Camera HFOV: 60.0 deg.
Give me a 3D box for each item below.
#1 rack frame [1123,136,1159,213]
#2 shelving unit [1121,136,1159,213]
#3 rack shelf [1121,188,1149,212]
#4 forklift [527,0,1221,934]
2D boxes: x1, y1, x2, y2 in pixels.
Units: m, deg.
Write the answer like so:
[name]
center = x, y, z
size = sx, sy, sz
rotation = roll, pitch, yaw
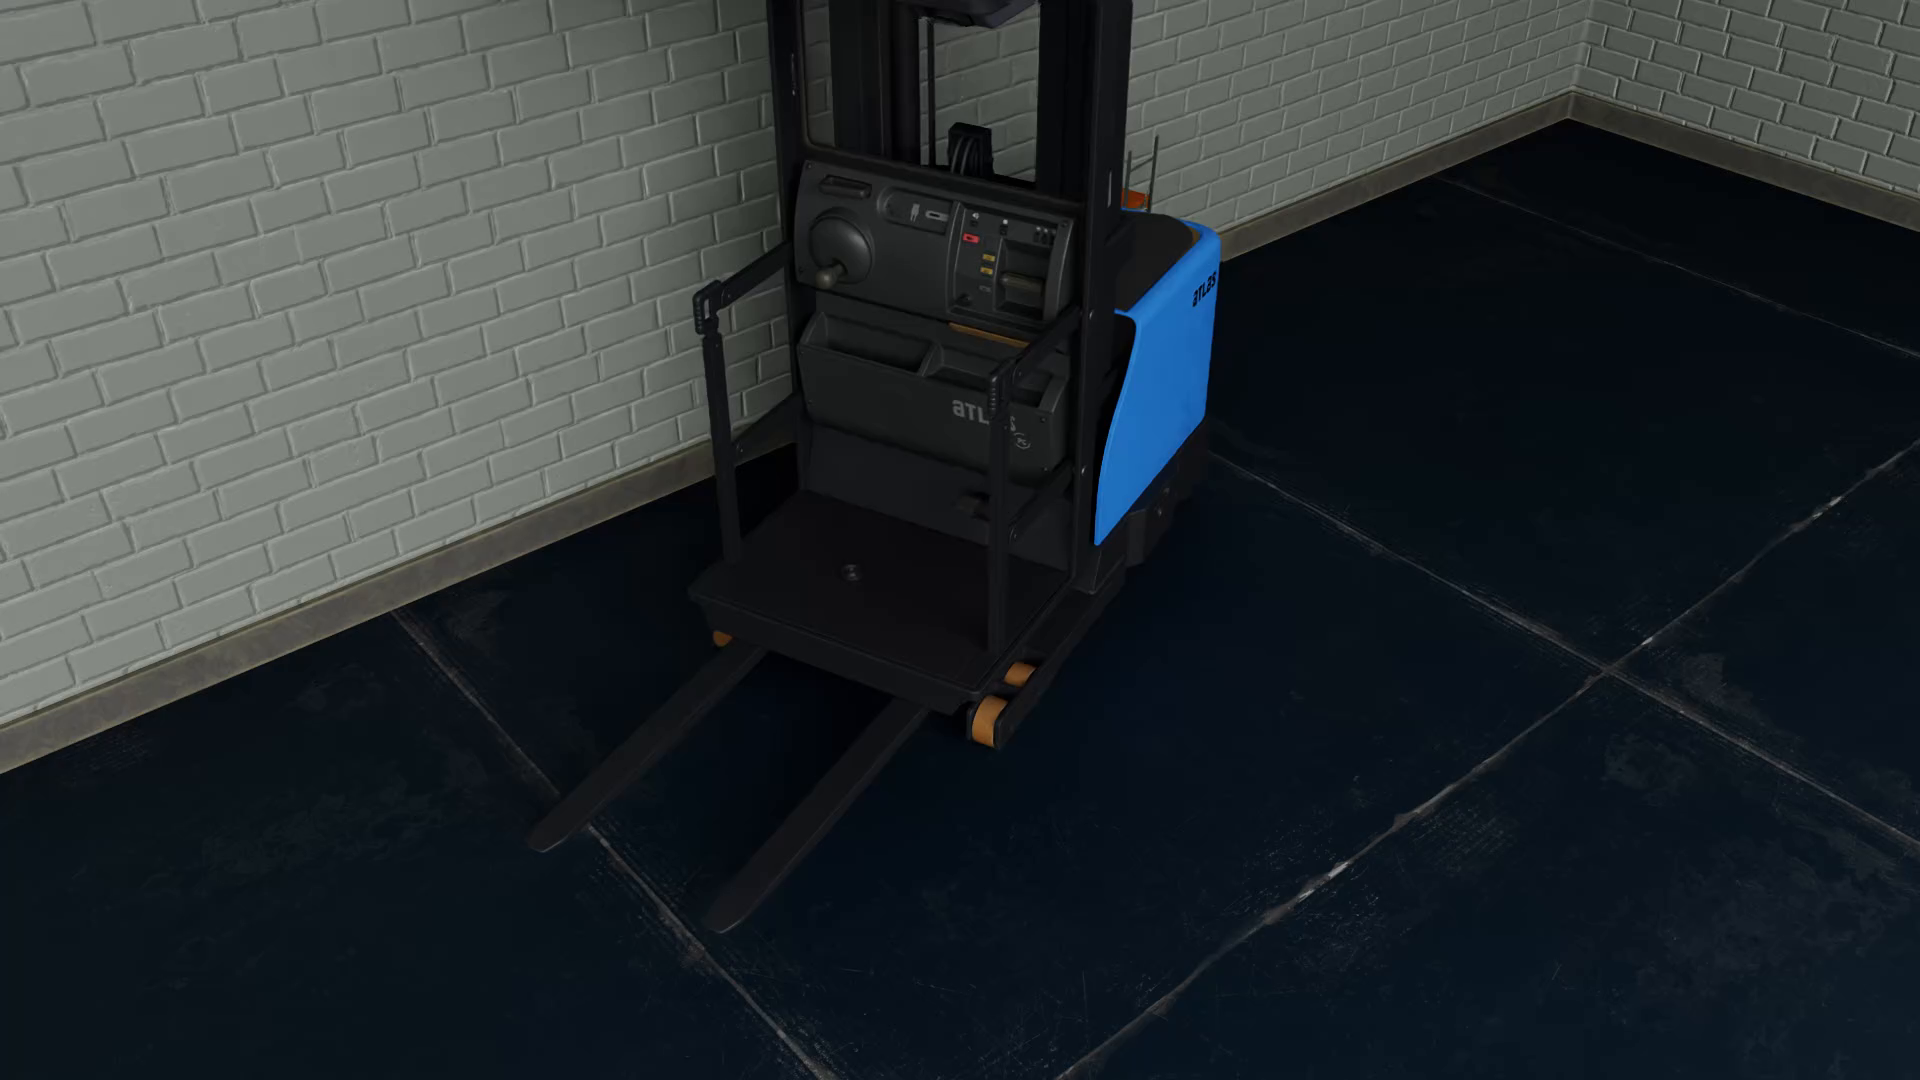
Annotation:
[rack frame]
center = 0.670, -0.987, 6.591
size = 0.006, 1.200, 0.240
rotation = 21, 36, 26
[shelving unit]
center = 0.593, -1.016, 6.631
size = 0.189, 1.200, 0.258
rotation = 21, 36, 26
[rack shelf]
center = 0.606, -1.284, 6.465
size = 0.180, 0.103, 0.258
rotation = 21, 36, 26
[forklift]
center = -0.194, -0.833, 4.891
size = 1.130, 2.935, 3.031
rotation = 18, 39, 23
